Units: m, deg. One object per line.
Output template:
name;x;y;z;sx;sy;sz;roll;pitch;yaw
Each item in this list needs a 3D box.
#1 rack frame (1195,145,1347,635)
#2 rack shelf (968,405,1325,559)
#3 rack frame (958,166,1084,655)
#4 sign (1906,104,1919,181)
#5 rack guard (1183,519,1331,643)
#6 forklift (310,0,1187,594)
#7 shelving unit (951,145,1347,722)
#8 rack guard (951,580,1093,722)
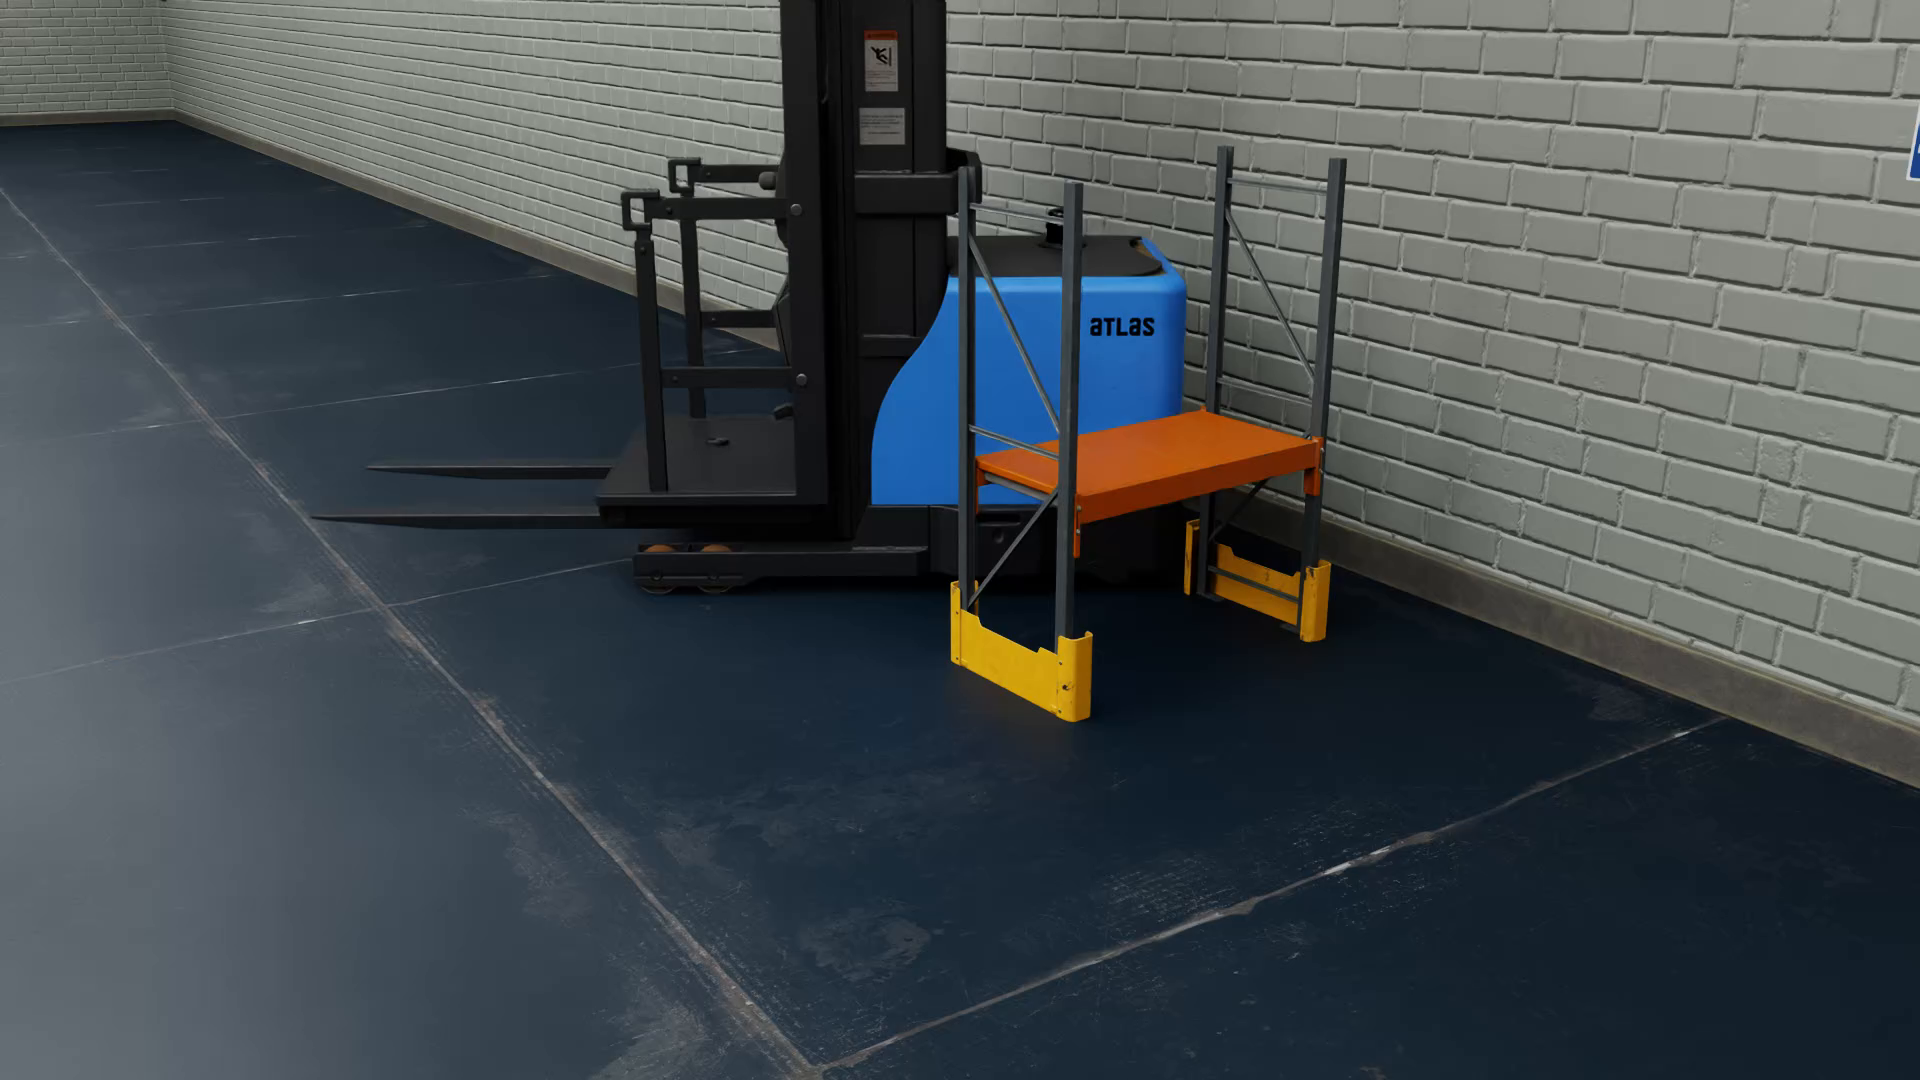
rack frame;0.970;-0.466;5.280;0.032;1.500;0.500;-14;23;-35
rack shelf;0.563;-0.198;5.049;1.000;0.185;0.538;-14;23;-35
rack frame;0.157;-0.270;4.702;0.032;1.500;0.500;-14;23;-35
sign;2.429;-0.950;3.948;0.001;0.218;0.327;-12;22;-31
rack guard;0.969;0.127;5.480;0.087;0.250;0.587;-14;23;-35
forklift;-0.759;-1.373;5.730;3.031;2.935;1.130;0;19;-1
shelving unit;0.571;-0.370;4.997;1.083;1.500;0.587;-14;23;-35
rack guard;0.172;0.318;4.914;0.087;0.250;0.587;-14;23;-35
